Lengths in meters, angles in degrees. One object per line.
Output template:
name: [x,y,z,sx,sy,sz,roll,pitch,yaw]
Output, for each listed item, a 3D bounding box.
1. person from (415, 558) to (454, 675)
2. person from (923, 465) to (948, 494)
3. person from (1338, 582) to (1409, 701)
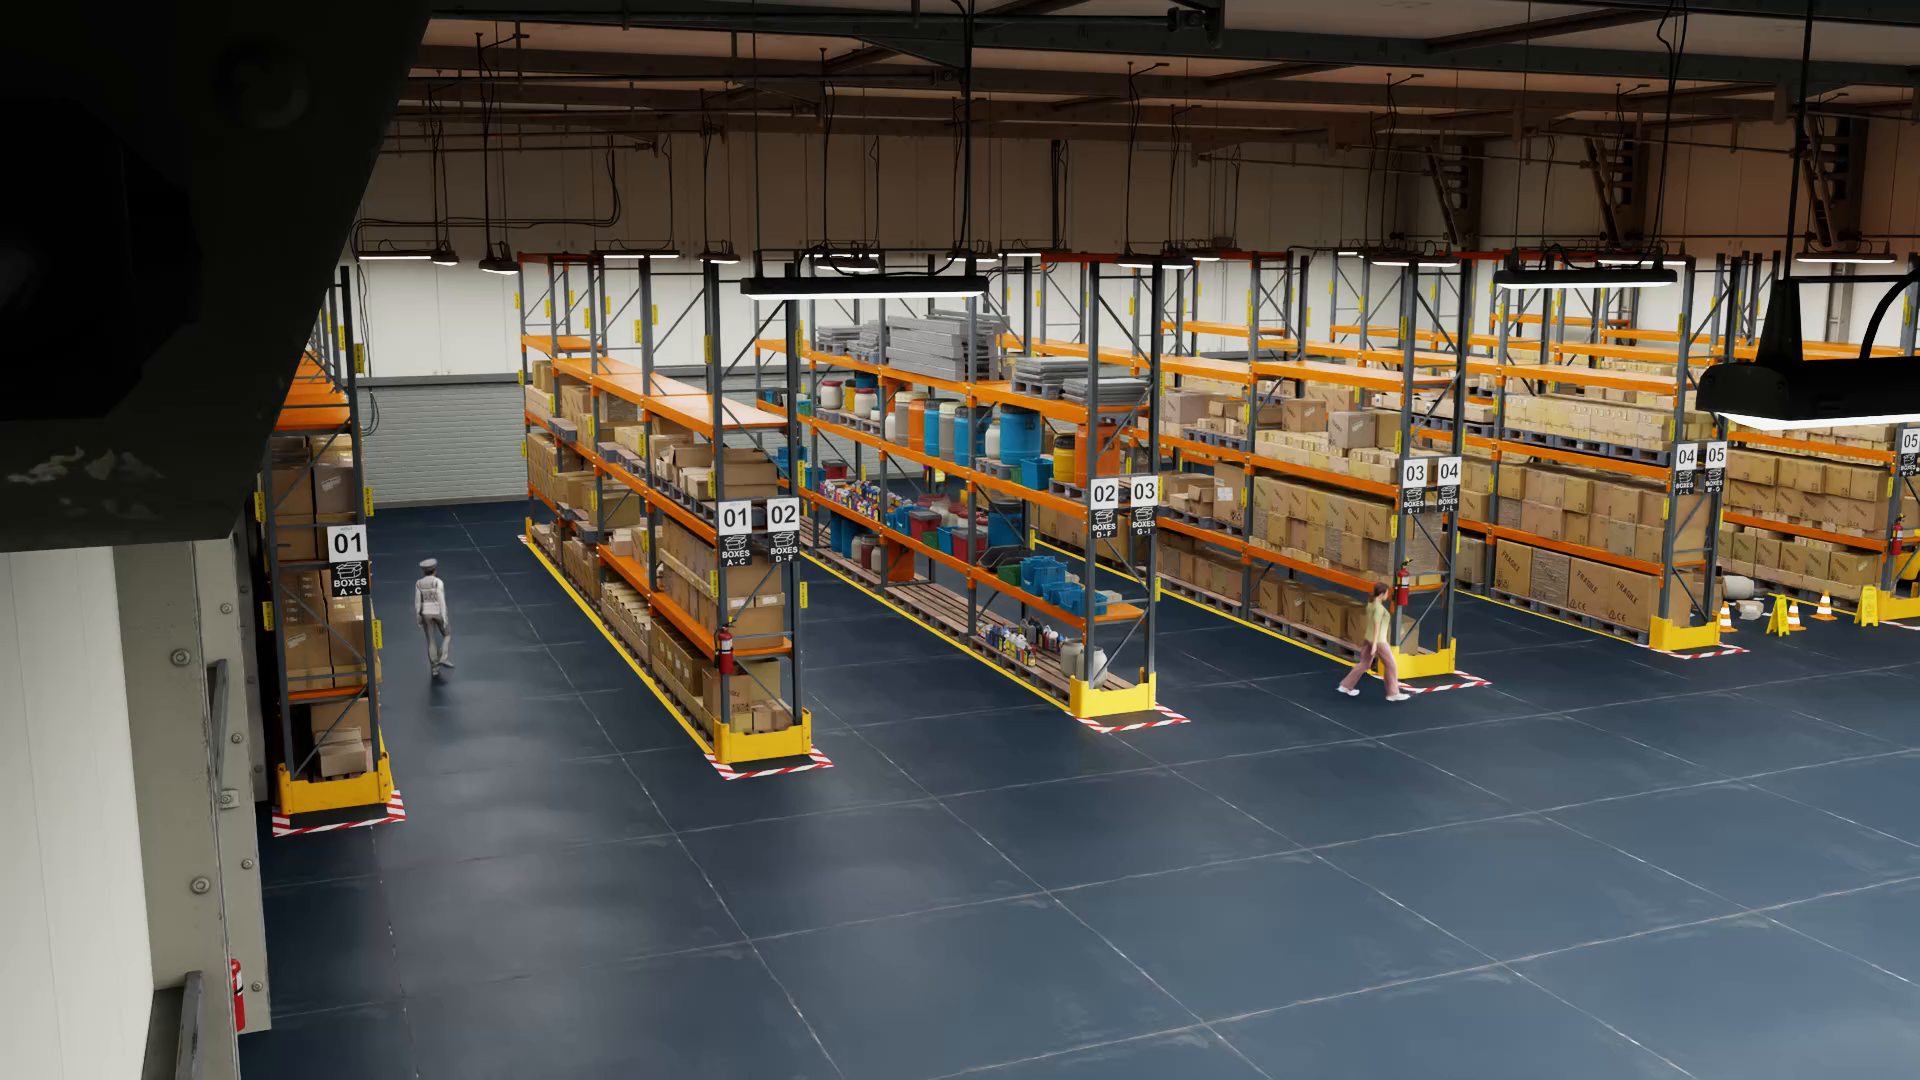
person: [-7.684,1.118,24.253,0.519,1.665,0.463,-2,11,-10]
person: [-0.536,-1.302,37.275,0.606,1.766,0.510,-3,11,-18]
person: [5.713,1.392,22.897,0.892,1.642,0.458,-2,11,-11]
